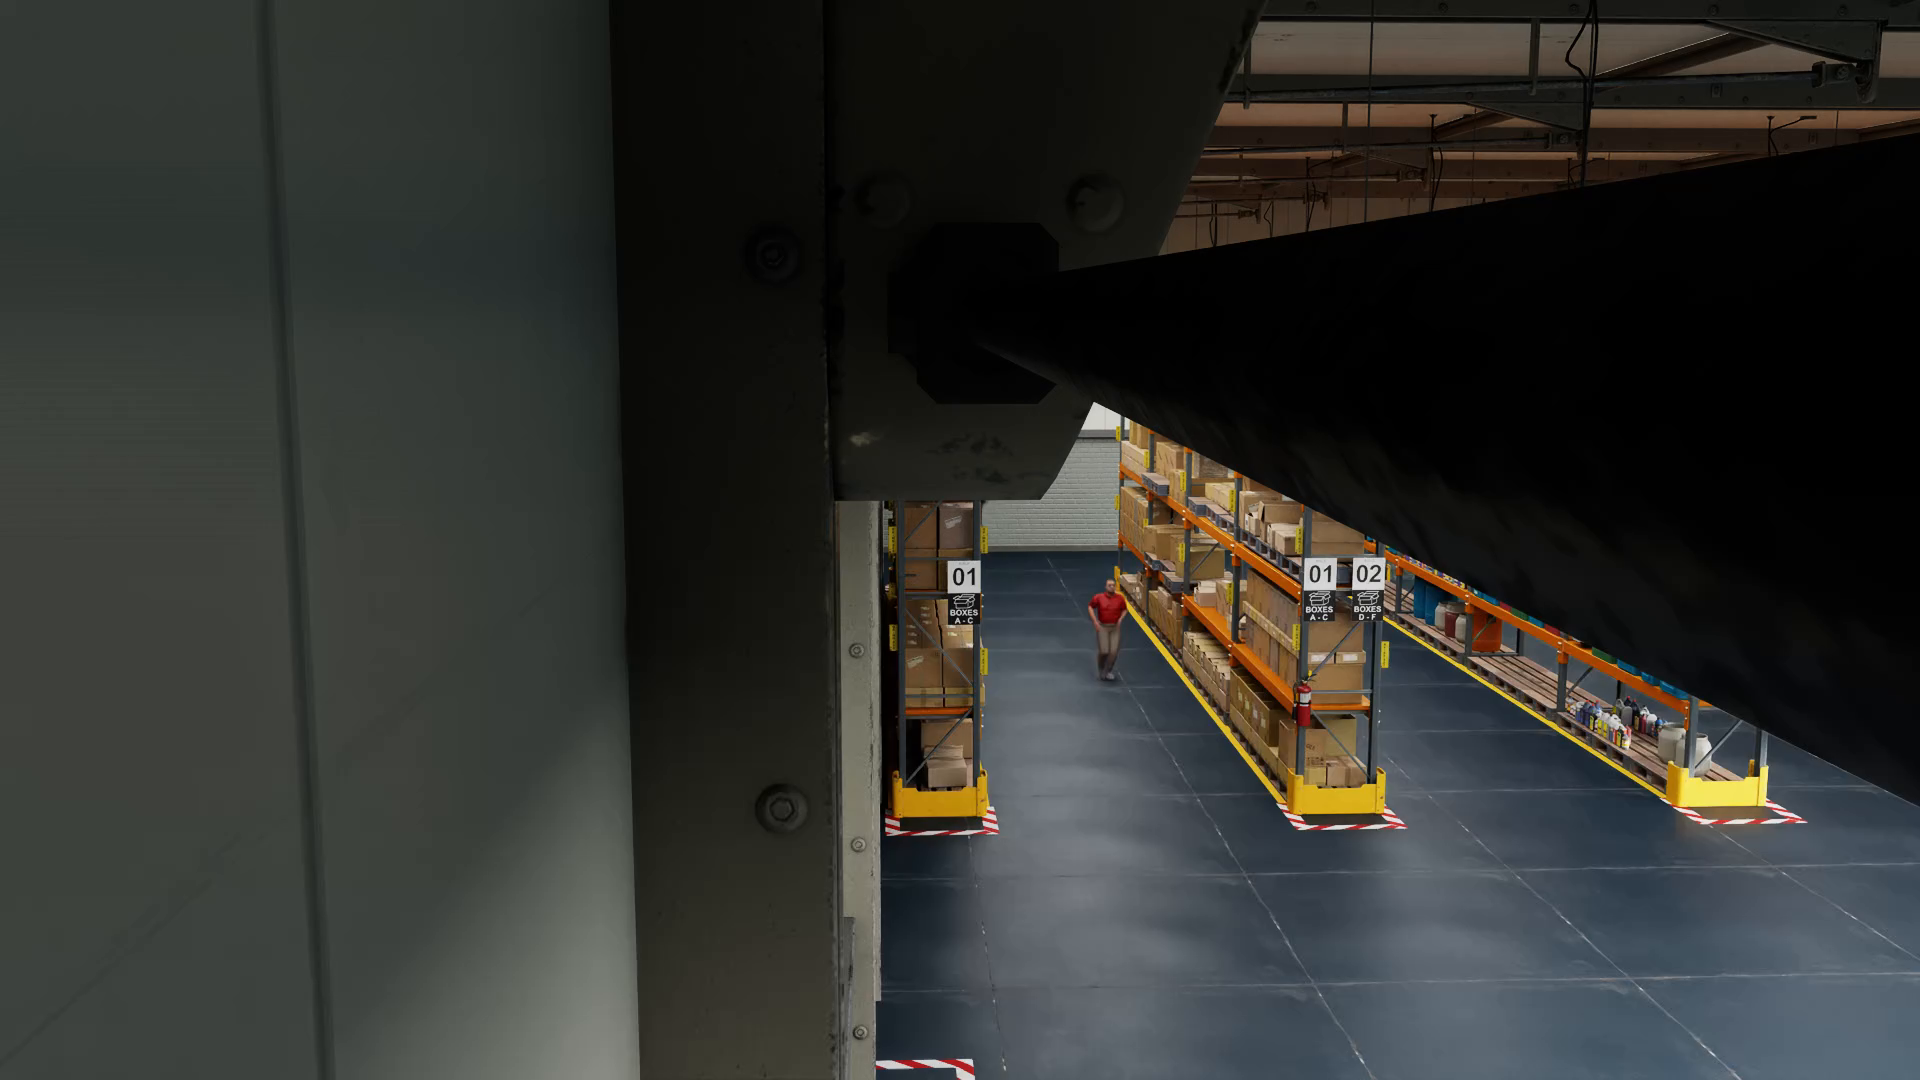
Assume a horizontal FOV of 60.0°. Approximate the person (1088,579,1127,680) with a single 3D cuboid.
[{"bbox_3d":[2.489,1.518,27.757,0.641,1.723,0.549,-1,8,-7],"label":"person"}]
